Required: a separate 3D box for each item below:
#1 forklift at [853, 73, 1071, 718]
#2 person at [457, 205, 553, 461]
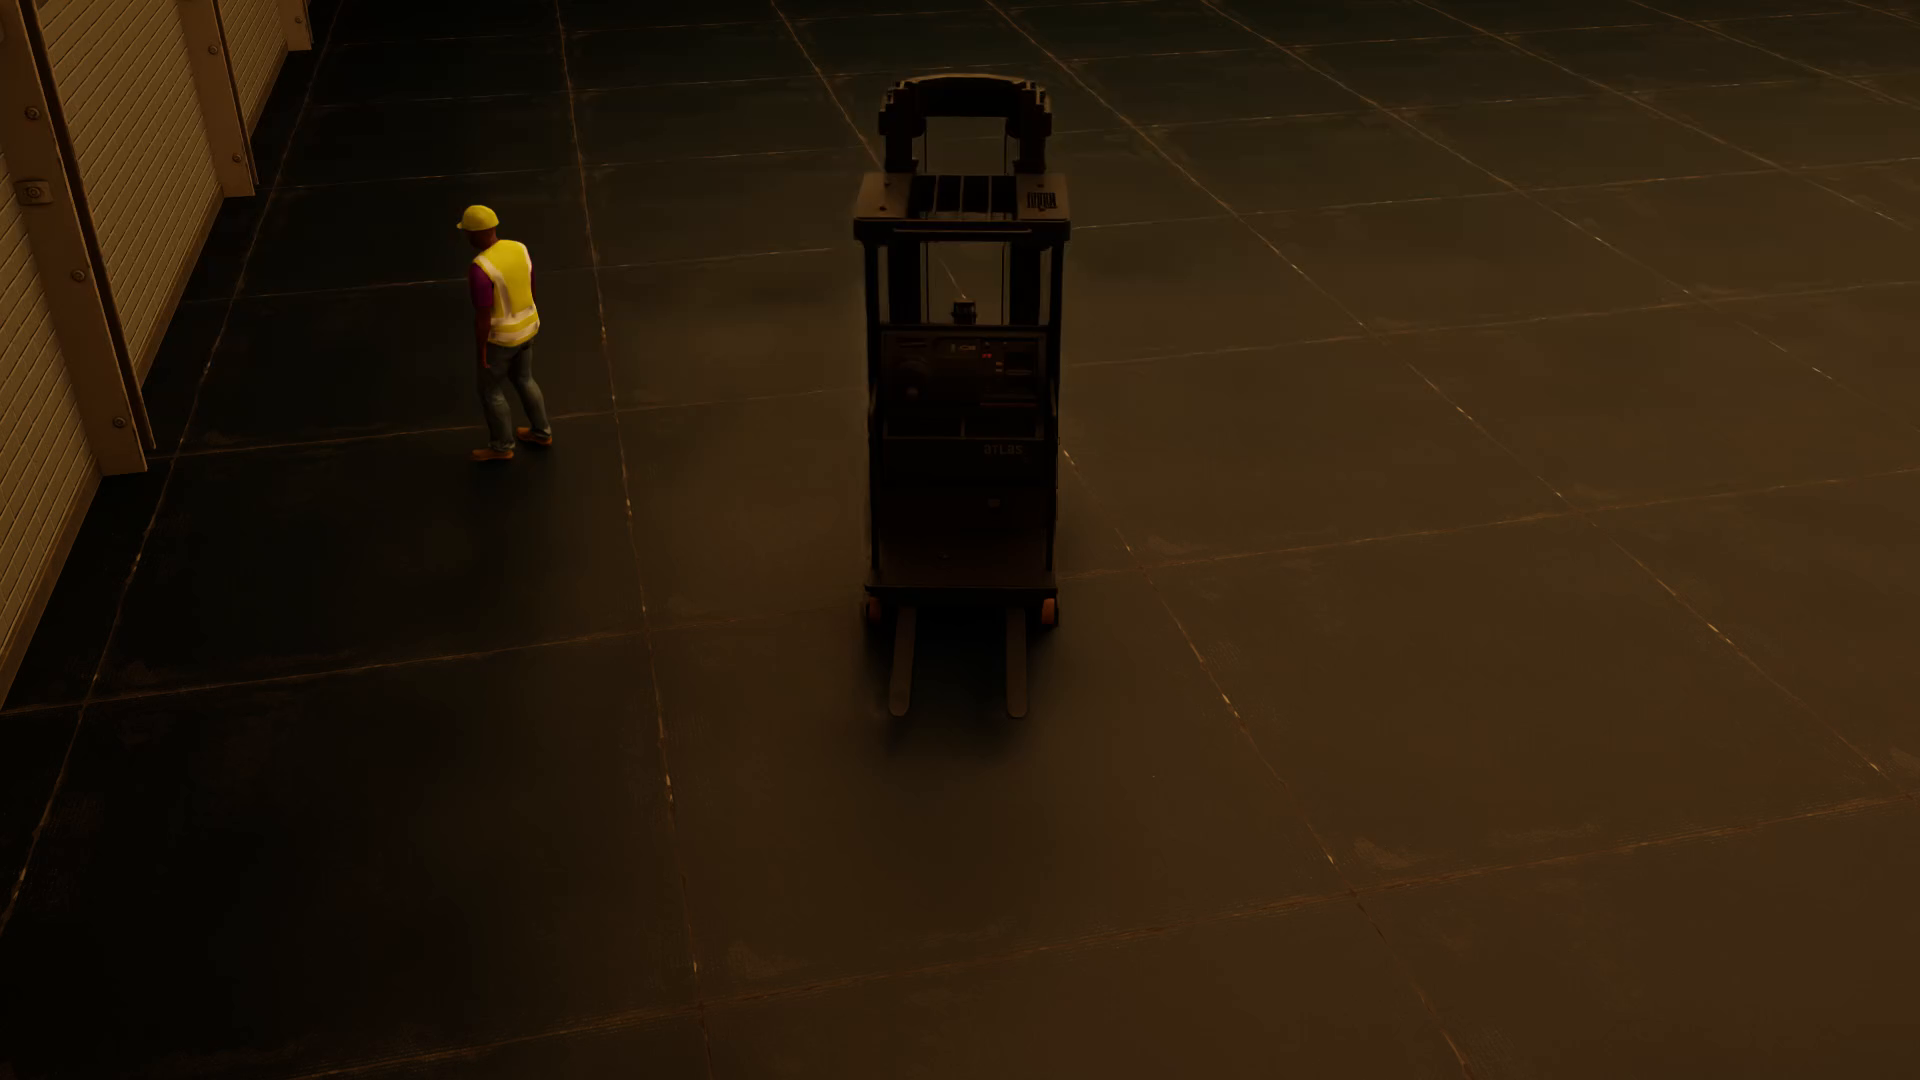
[{"bbox_3d":[0.017,-0.931,9.183,1.130,2.935,3.031,1,30,1],"label":"forklift"},{"bbox_3d":[-3.081,-1.397,11.175,0.462,1.769,0.643,13,32,21],"label":"person"}]
